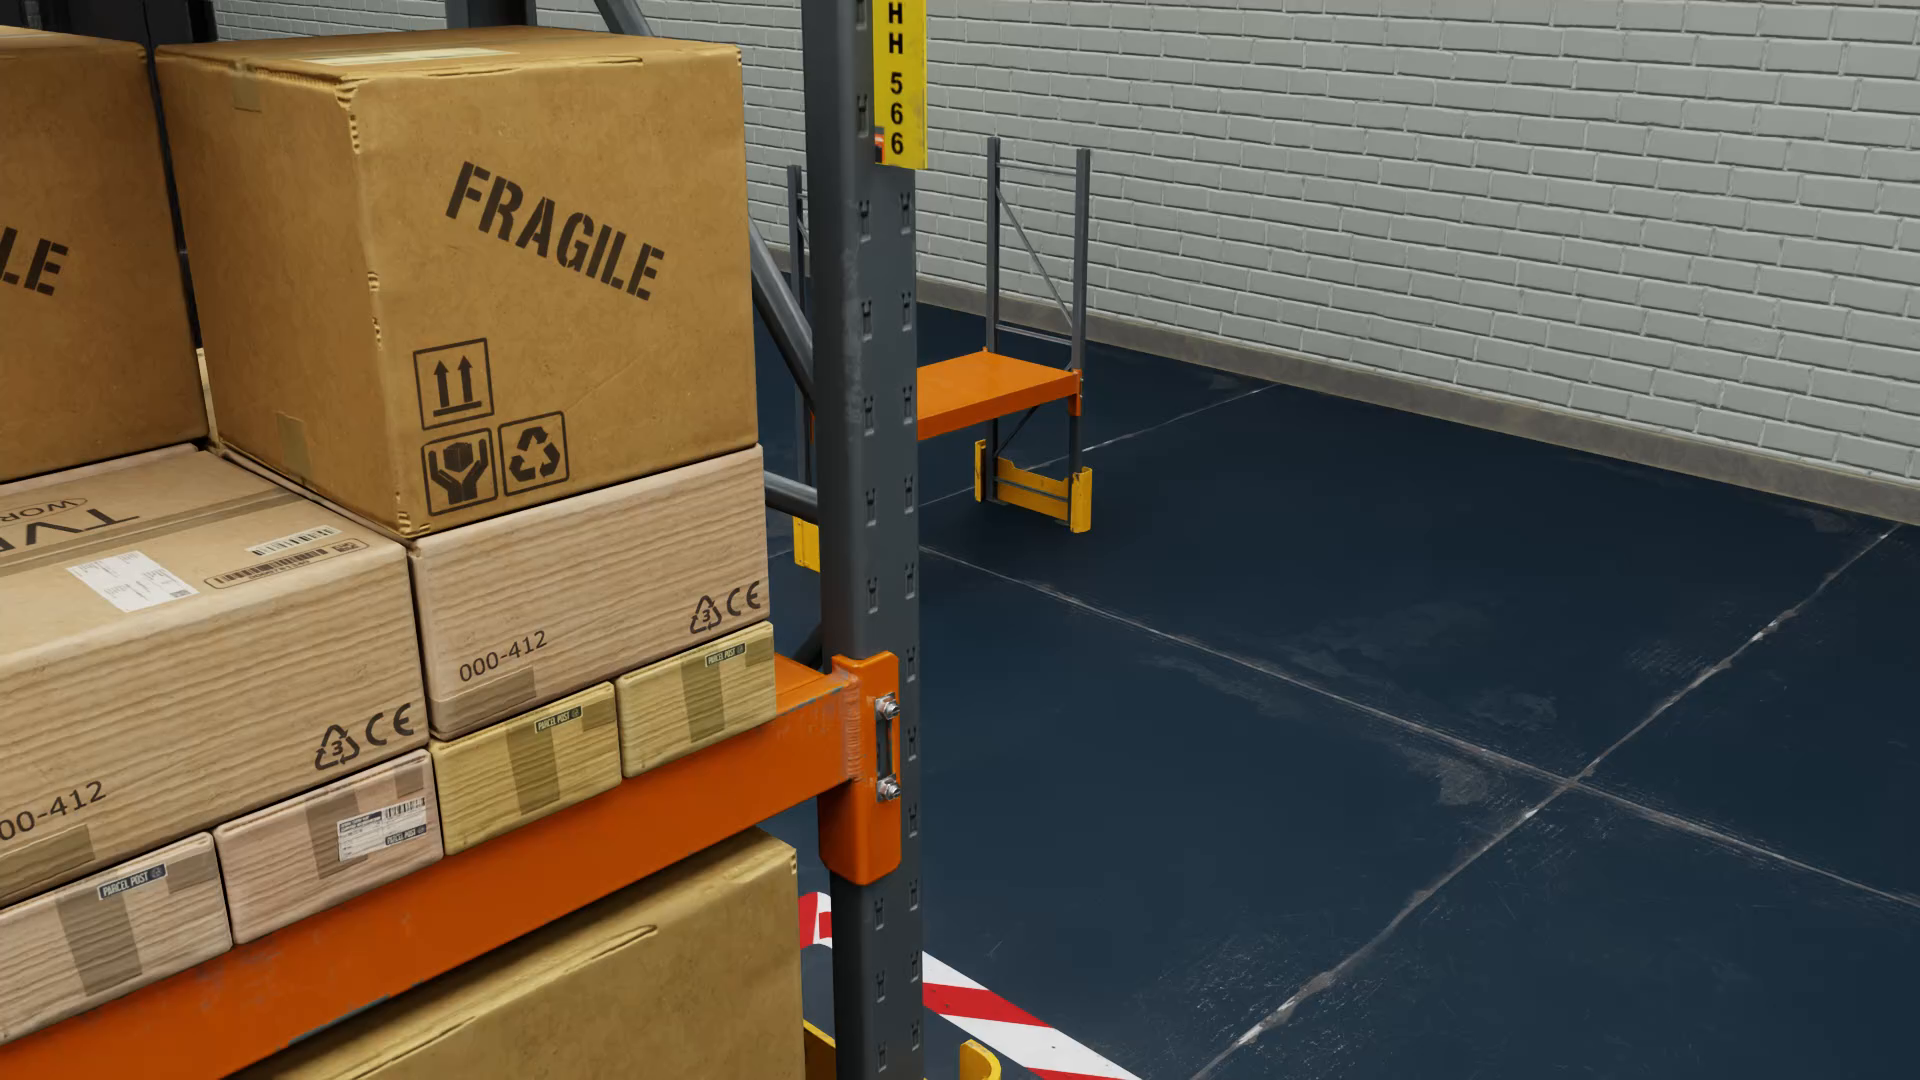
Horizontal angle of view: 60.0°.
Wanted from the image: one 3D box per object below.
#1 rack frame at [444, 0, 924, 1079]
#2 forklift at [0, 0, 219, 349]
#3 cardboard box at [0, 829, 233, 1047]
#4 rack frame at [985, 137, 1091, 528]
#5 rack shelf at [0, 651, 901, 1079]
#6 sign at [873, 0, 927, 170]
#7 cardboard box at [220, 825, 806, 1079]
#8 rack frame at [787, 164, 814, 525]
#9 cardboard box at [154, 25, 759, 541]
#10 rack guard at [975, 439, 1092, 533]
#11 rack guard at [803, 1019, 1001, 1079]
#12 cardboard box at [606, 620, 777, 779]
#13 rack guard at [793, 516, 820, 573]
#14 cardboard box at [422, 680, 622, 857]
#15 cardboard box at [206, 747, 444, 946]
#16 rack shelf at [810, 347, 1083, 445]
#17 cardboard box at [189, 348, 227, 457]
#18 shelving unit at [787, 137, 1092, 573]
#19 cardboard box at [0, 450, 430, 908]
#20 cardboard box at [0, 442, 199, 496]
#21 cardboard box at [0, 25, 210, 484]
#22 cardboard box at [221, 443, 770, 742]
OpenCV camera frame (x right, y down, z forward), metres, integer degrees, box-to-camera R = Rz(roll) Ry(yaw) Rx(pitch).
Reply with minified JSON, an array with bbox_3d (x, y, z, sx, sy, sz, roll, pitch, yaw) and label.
[{"bbox_3d":[-0.459,-0.128,2.727,1.000,3.000,0.127,19,28,41],"label":"rack frame"},{"bbox_3d":[-2.986,-0.993,5.073,3.031,2.935,1.130,-7,22,-17],"label":"forklift"},{"bbox_3d":[-1.003,0.359,1.810,0.250,0.149,0.380,-20,28,-41],"label":"cardboard box"},{"bbox_3d":[0.295,-0.809,6.588,0.500,1.500,0.032,19,28,41],"label":"rack frame"},{"bbox_3d":[-1.854,0.722,1.518,1.077,0.370,4.000,19,28,41],"label":"rack shelf"},{"bbox_3d":[-0.080,-0.640,2.114,0.100,0.325,0.005,19,28,41],"label":"sign"},{"bbox_3d":[-0.848,0.852,2.553,0.875,0.875,0.875,19,28,41],"label":"cardboard box"},{"bbox_3d":[-0.414,-0.547,5.908,0.500,1.500,0.032,19,28,41],"label":"rack frame"},{"bbox_3d":[-0.610,-0.356,2.069,0.500,0.500,0.500,20,29,41],"label":"cardboard box"},{"bbox_3d":[0.294,-0.225,6.812,0.587,0.250,0.087,19,28,41],"label":"rack guard"},{"bbox_3d":[-0.442,1.033,3.191,1.175,0.500,0.348,19,28,41],"label":"rack guard"},{"bbox_3d":[-0.471,0.163,2.319,0.250,0.149,0.380,-20,28,-41],"label":"cardboard box"},{"bbox_3d":[-0.401,0.031,6.146,0.587,0.250,0.087,19,28,41],"label":"rack guard"},{"bbox_3d":[-0.651,0.230,2.145,0.380,0.149,0.250,20,28,41],"label":"cardboard box"},{"bbox_3d":[-0.828,0.295,1.976,0.380,0.149,0.250,19,28,41],"label":"cardboard box"},{"bbox_3d":[-0.060,-0.510,6.313,0.538,0.185,1.000,19,28,41],"label":"rack shelf"},{"bbox_3d":[-0.987,-0.141,2.555,0.500,0.250,0.500,18,28,39],"label":"cardboard box"},{"bbox_3d":[-0.053,-0.680,6.254,0.587,1.500,1.083,19,28,41],"label":"shelving unit"},{"bbox_3d":[-0.961,0.124,1.865,0.500,0.250,0.500,19,28,40],"label":"cardboard box"},{"bbox_3d":[-1.345,-0.006,2.203,0.500,0.250,0.500,19,28,40],"label":"cardboard box"},{"bbox_3d":[-1.336,-0.363,2.086,0.500,0.500,0.500,18,28,39],"label":"cardboard box"},{"bbox_3d":[-0.607,-0.006,2.204,0.500,0.250,0.500,19,28,40],"label":"cardboard box"}]
